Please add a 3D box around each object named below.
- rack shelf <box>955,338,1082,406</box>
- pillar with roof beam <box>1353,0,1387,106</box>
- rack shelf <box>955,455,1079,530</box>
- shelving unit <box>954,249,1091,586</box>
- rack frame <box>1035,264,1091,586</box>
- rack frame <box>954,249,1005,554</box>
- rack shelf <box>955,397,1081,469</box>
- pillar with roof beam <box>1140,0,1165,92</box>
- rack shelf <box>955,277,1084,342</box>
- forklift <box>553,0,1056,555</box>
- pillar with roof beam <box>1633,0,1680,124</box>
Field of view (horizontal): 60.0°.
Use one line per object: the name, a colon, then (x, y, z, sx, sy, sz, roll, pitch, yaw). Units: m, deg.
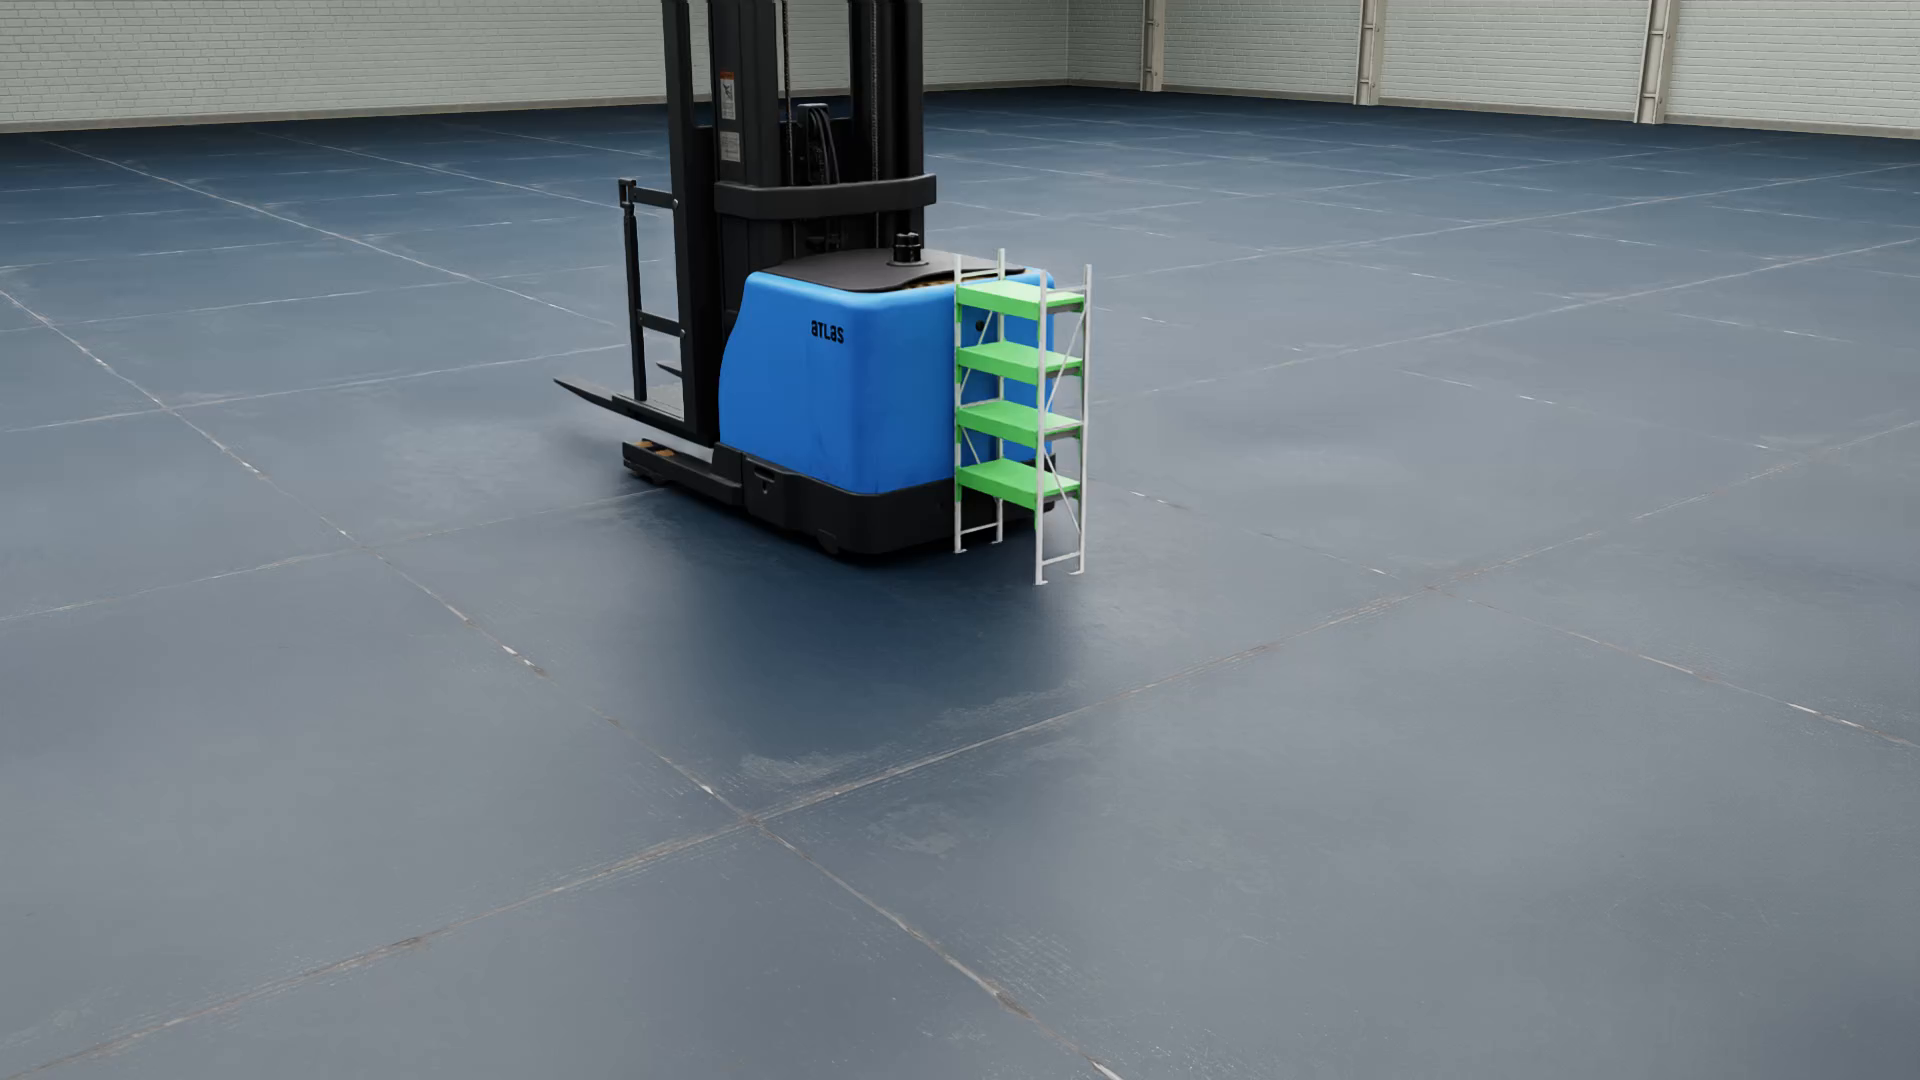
rack shelf: (0.230, -0.646, 6.345, 0.258, 0.148, 0.480, -14, 23, -37)
pillar with roof beam: (4.630, -12.013, 28.826, 9.100, 9.000, 0.400, -14, 23, -36)
rack shelf: (0.230, -0.191, 6.496, 0.258, 0.148, 0.480, -14, 23, -37)
shelving unit: (0.230, -0.479, 6.401, 0.258, 1.200, 0.503, -14, 23, -37)
rack frame: (0.385, -0.420, 6.221, 0.240, 1.200, 0.015, -14, 23, -37)
rack frame: (0.076, -0.539, 6.580, 0.240, 1.200, 0.015, -14, 23, -37)
rack shelf: (0.230, -0.418, 6.421, 0.258, 0.148, 0.480, -14, 23, -37)
pillar with roof beam: (0.905, -13.491, 33.290, 9.100, 9.000, 0.400, -14, 23, -36)
rack shelf: (0.230, -0.874, 6.270, 0.258, 0.148, 0.480, -14, 23, -37)
forklift: (-0.918, -1.726, 7.412, 1.130, 2.935, 3.031, -14, 23, -37)
pillar with roof beam: (8.355, -10.534, 24.361, 9.100, 9.000, 0.400, -14, 23, -36)
